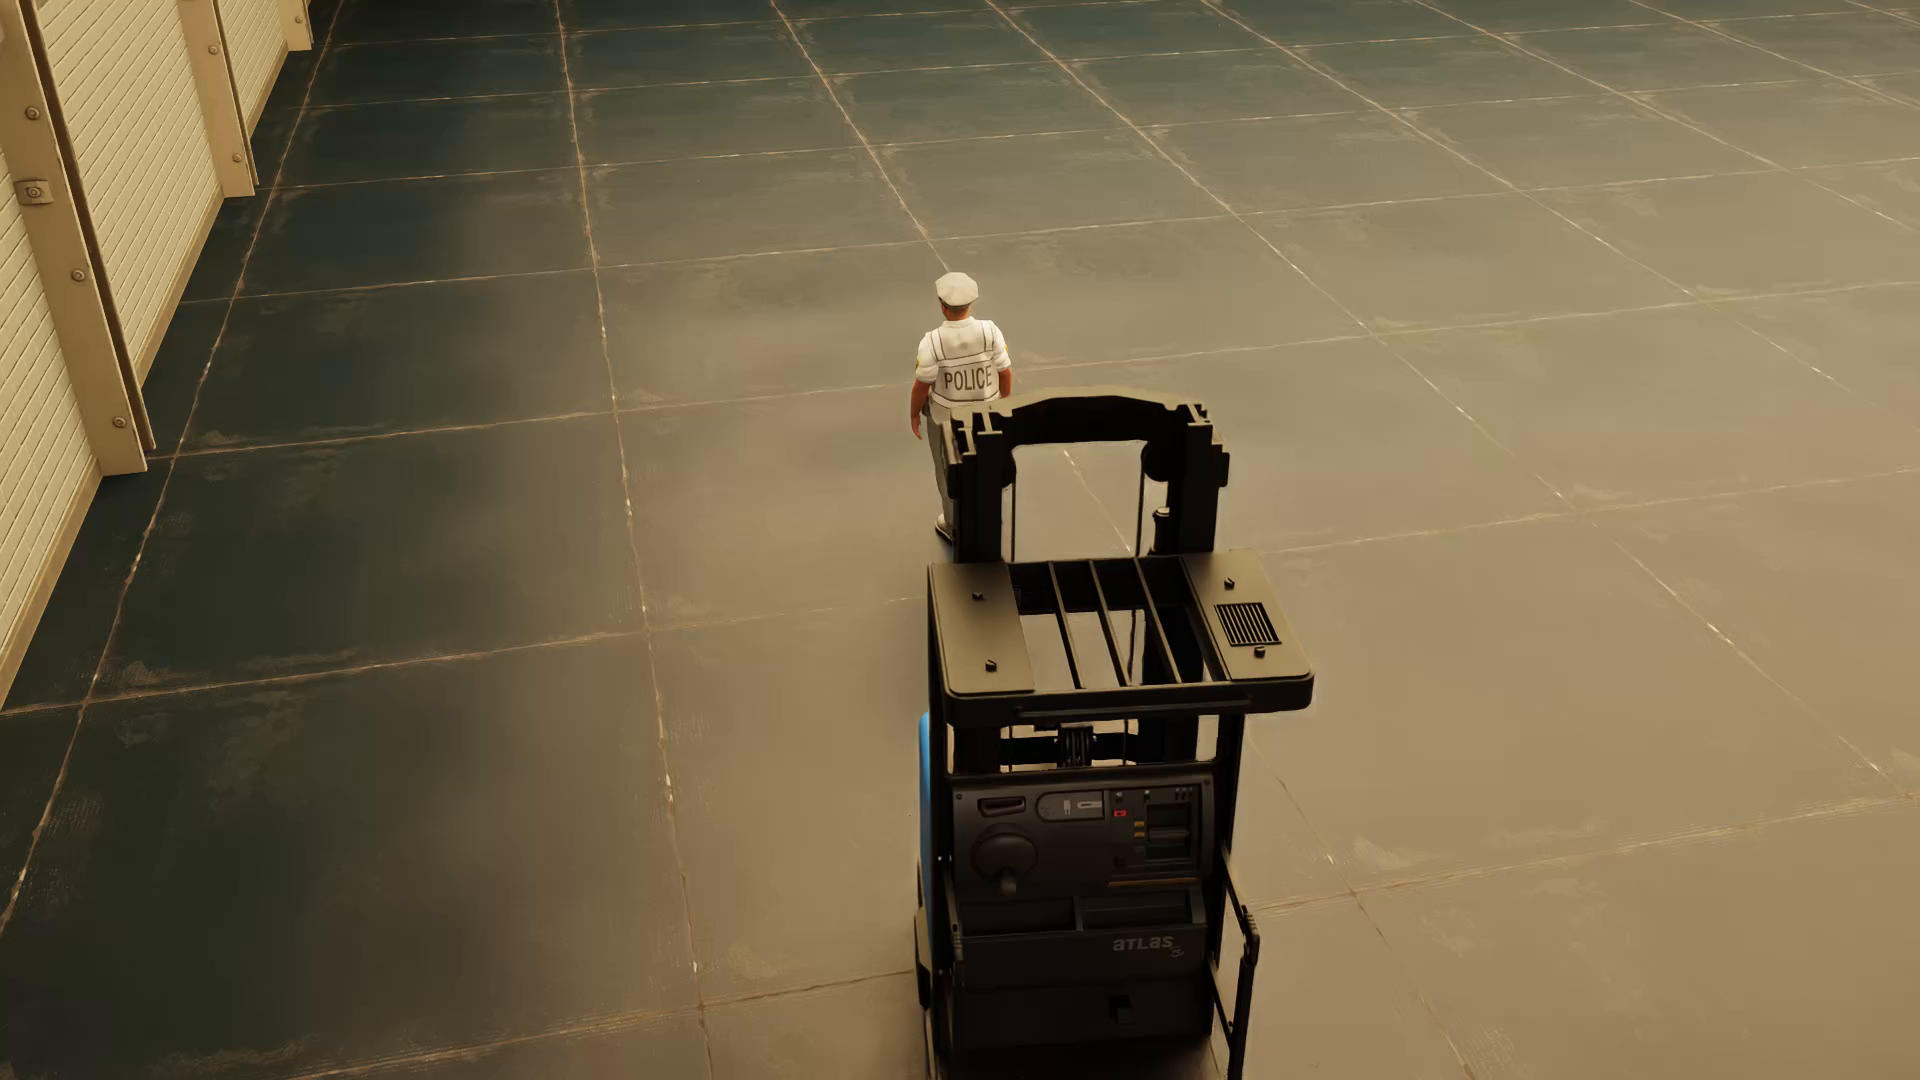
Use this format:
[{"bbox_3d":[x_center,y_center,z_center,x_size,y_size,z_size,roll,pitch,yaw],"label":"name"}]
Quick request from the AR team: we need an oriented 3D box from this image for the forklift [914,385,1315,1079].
[{"bbox_3d":[0.460,1.087,5.697,1.130,2.935,3.031,-3,30,-5],"label":"forklift"}]

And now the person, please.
[{"bbox_3d":[-0.006,-0.816,10.118,0.640,1.781,0.575,-7,31,-12],"label":"person"}]
